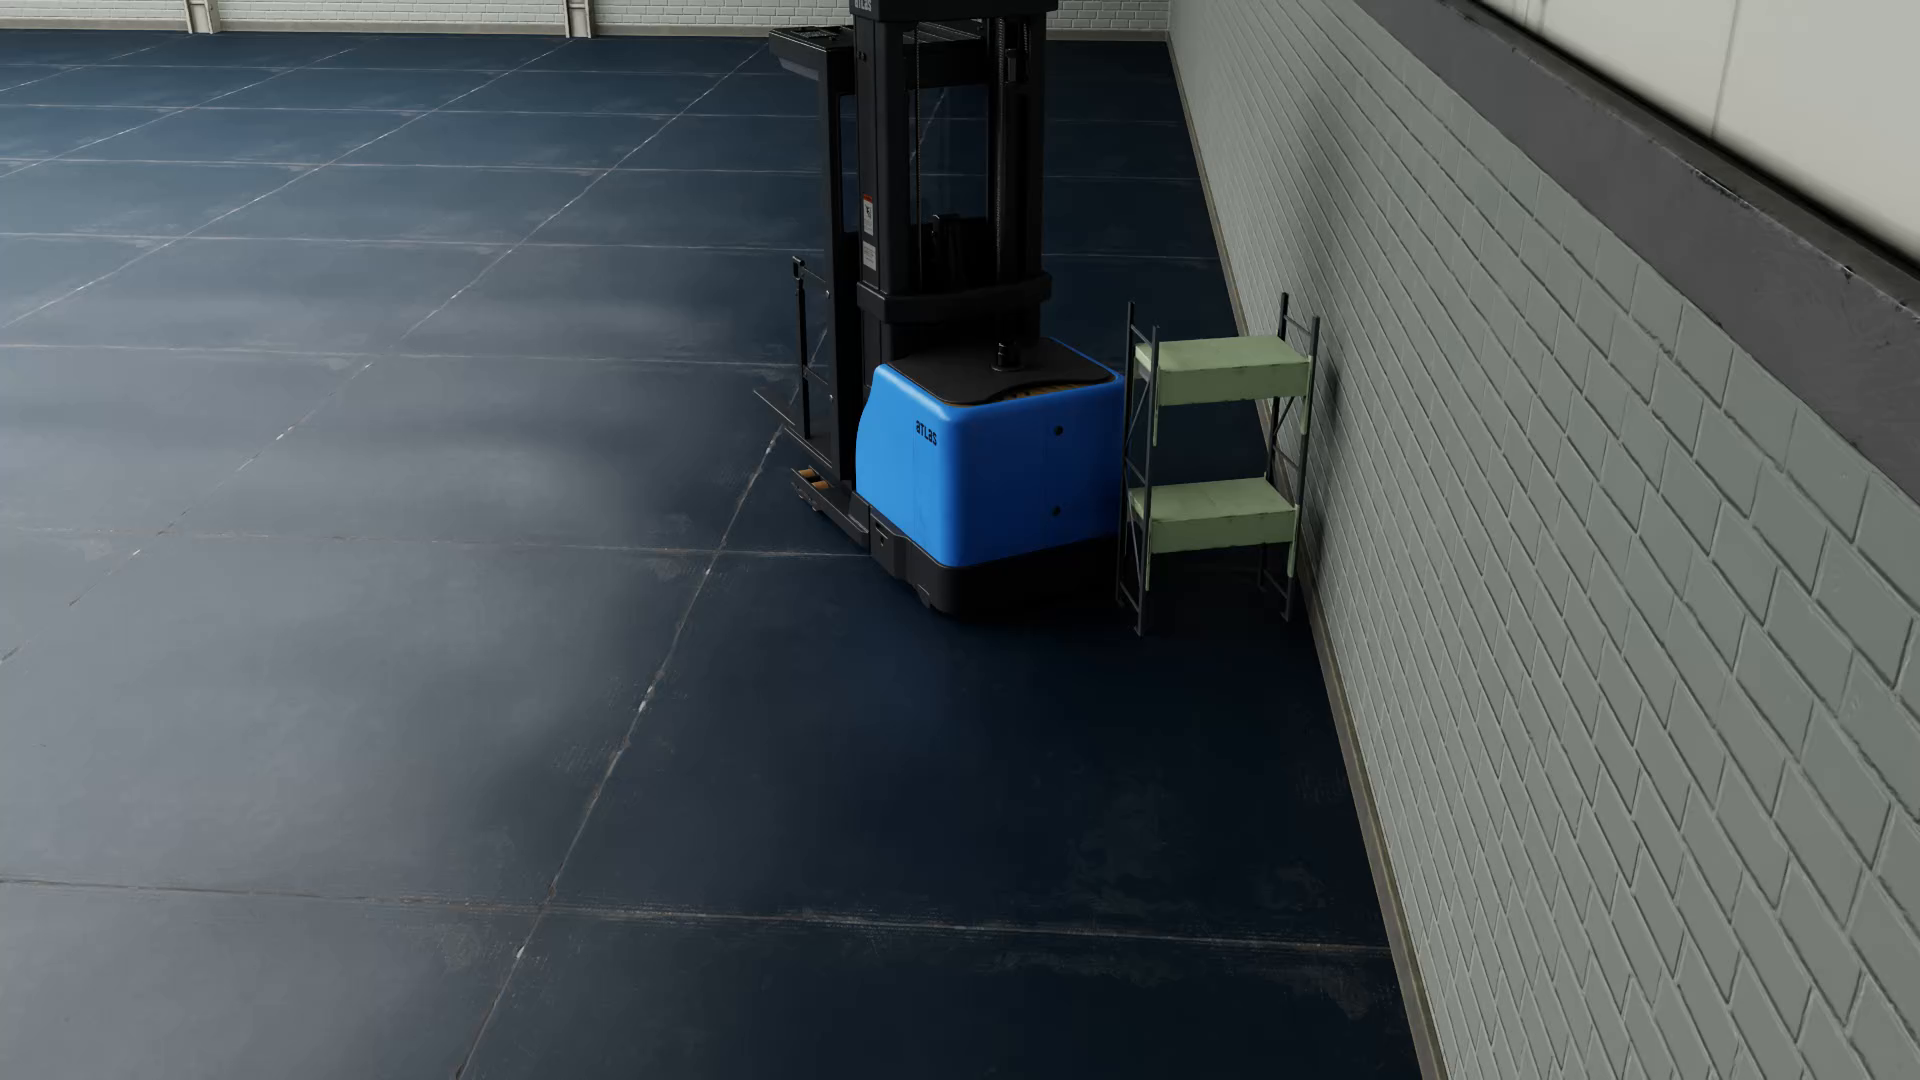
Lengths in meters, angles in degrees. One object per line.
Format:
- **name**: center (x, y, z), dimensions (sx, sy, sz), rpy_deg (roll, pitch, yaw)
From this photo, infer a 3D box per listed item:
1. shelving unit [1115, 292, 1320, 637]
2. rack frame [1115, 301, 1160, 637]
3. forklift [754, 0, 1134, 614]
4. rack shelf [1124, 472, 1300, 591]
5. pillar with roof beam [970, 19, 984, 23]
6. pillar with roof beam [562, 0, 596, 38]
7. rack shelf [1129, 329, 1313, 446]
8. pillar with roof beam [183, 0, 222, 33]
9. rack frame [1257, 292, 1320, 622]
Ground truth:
- **shelving unit**: center (1.168, -0.343, 7.701), dimensions (0.755, 1.500, 0.431), rpy_deg (-5, 25, -11)
- **rack frame**: center (0.810, -0.312, 7.634), dimensions (0.023, 1.500, 0.400), rpy_deg (-5, 25, -11)
- **forklift**: center (-0.284, -1.563, 8.641), dimensions (1.130, 2.935, 3.031), rpy_deg (-12, 27, -25)
- **rack shelf**: center (1.168, -0.047, 7.837), dimensions (0.720, 0.370, 0.431), rpy_deg (-5, 25, -11)
- **pillar with roof beam**: center (-0.184, -9.872, 19.438), dimensions (0.400, 9.000, 9.100), rpy_deg (2, 25, 4)
- **pillar with roof beam**: center (-6.166, -10.064, 19.856), dimensions (0.400, 9.000, 9.100), rpy_deg (2, 25, 4)
- **rack shelf**: center (1.168, -0.697, 7.538), dimensions (0.720, 0.370, 0.431), rpy_deg (-5, 25, -11)
- **pillar with roof beam**: center (-12.148, -10.256, 20.273), dimensions (0.400, 9.000, 9.100), rpy_deg (2, 25, 4)
- **rack frame**: center (1.527, -0.374, 7.768), dimensions (0.023, 1.500, 0.400), rpy_deg (-5, 25, -11)
